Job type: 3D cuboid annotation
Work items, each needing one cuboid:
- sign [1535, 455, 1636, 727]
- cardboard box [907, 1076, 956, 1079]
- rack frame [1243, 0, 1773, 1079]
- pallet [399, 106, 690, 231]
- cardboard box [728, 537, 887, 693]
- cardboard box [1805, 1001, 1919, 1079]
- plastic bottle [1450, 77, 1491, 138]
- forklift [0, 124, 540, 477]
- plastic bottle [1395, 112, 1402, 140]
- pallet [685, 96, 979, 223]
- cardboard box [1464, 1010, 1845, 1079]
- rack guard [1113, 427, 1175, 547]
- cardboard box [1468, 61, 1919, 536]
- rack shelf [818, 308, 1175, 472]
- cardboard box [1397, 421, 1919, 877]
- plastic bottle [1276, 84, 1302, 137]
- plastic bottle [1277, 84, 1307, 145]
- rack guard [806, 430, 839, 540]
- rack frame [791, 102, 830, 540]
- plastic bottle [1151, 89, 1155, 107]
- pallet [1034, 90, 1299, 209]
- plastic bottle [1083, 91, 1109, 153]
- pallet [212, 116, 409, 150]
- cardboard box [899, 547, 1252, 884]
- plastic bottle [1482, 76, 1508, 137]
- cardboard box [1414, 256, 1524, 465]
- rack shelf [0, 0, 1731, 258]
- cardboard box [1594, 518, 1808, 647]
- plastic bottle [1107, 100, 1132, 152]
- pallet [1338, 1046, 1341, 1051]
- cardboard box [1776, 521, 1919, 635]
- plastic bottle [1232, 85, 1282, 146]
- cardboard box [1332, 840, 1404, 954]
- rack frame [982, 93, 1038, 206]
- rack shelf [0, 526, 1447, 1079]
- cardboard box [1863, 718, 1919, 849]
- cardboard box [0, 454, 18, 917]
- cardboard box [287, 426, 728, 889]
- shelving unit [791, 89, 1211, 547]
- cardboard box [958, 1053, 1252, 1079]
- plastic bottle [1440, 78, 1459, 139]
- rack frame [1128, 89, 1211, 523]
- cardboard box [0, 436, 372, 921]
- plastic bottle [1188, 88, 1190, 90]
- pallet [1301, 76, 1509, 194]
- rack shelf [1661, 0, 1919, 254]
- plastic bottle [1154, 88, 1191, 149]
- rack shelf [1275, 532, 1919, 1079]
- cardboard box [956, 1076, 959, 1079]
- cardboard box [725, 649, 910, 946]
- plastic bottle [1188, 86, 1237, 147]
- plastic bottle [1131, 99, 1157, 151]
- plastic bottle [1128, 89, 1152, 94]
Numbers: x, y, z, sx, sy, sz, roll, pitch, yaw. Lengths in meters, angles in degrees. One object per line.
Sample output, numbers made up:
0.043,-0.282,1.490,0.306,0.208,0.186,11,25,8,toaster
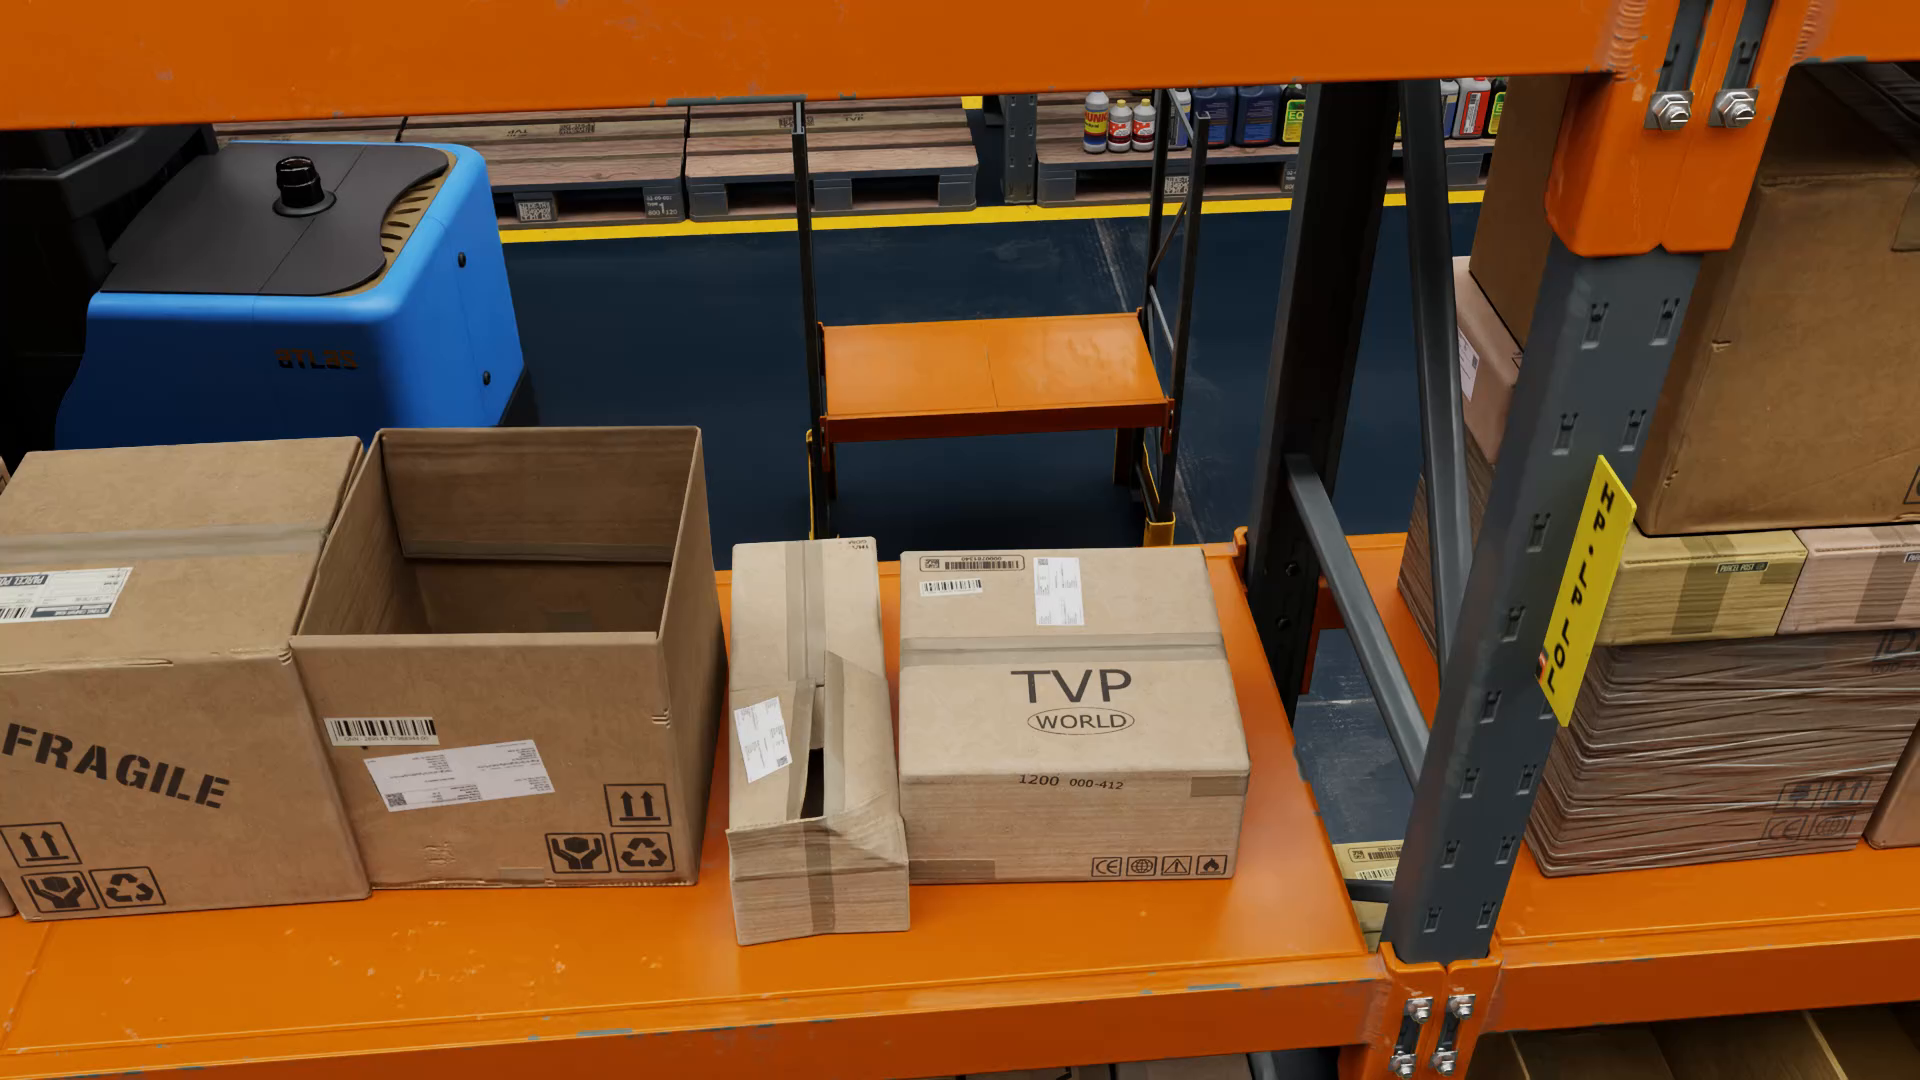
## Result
0.702,0.062,1.879,0.005,0.325,0.100,-3,38,-4,sign
-0.252,1.077,2.892,0.500,0.311,0.500,-2,38,-3,cardboard box
0.644,0.151,2.637,0.127,3.000,1.000,-3,38,-4,rack frame
-1.788,-1.675,7.202,1.213,0.211,1.003,-3,38,-4,pallet
-0.257,0.172,2.813,0.250,0.149,0.380,-3,38,-4,cardboard box
1.631,0.906,2.955,0.500,0.500,0.500,-3,38,-4,cardboard box
2.149,-1.860,7.030,0.135,0.276,0.152,-3,38,-4,plastic bottle
-2.952,-1.252,4.470,3.031,2.935,1.130,1,38,2,forklift
1.847,-1.870,6.982,0.185,0.351,0.144,-2,38,-2,plastic bottle
-0.570,-1.744,7.290,1.213,0.211,1.003,-3,38,-4,pallet
1.134,0.939,2.914,0.500,0.500,0.500,-3,38,-4,cardboard box
0.572,-0.130,5.212,0.087,0.250,0.587,-3,38,-4,rack guard
1.086,-0.426,2.240,0.500,0.500,0.700,-3,38,-4,cardboard box
0.085,-0.452,4.903,1.000,0.185,0.538,-3,38,-4,rack shelf
1.086,0.083,2.642,0.500,0.500,0.700,-4,38,-5,cardboard box
1.381,-1.837,7.004,0.097,0.271,0.097,0,38,0,plastic bottle
1.406,-1.794,6.940,0.133,0.283,0.061,-2,38,-2,plastic bottle
-0.420,-0.075,5.143,0.087,0.250,0.587,-3,38,-4,rack guard
-0.421,-0.566,4.756,0.032,1.500,0.500,-3,38,-4,rack frame
0.875,-1.859,7.022,0.133,0.283,0.061,-3,38,-4,plastic bottle
0.882,-1.822,7.389,1.213,0.211,1.003,-3,38,-4,pallet
0.565,-1.754,6.899,0.097,0.271,0.097,0,38,0,plastic bottle
-3.000,-1.610,7.120,1.213,0.211,1.003,-3,38,-4,pallet
0.158,0.264,2.615,0.500,0.250,0.500,-1,38,-1,cardboard box
2.288,-1.842,7.001,0.133,0.283,0.061,-2,38,-3,plastic bottle
0.896,-0.290,2.592,0.250,0.149,0.380,-3,38,-4,cardboard box
-1.348,-0.635,1.792,4.000,0.370,1.077,-3,38,-4,rack shelf
0.929,-0.038,2.273,0.250,0.149,0.380,-3,38,-4,cardboard box
0.667,-1.732,6.928,0.097,0.201,0.097,0,38,0,plastic bottle
1.440,1.228,3.523,1.213,0.211,1.003,-3,38,-4,pallet
1.179,-0.052,2.290,0.250,0.149,0.380,-3,38,-3,cardboard box
1.238,-1.837,6.940,0.185,0.351,0.144,-5,39,-6,plastic bottle
1.087,0.905,3.562,0.500,0.250,0.500,-3,38,-4,cardboard box
0.209,-2.906,6.511,0.127,3.000,1.000,-3,38,-4,rack frame
-1.348,0.543,2.721,4.000,0.370,1.077,-3,38,-4,rack shelf
1.610,0.050,2.684,0.500,0.500,0.700,-4,38,-4,cardboard box
-1.670,0.229,2.458,0.500,0.500,0.500,-5,39,-6,cardboard box
-0.647,0.173,2.529,0.500,0.500,0.500,-1,38,-1,cardboard box
0.076,-0.593,4.791,1.083,1.500,0.587,-3,38,-4,shelving unit
0.266,1.044,2.933,0.500,0.311,0.500,-3,38,-4,cardboard box
2.011,-1.853,7.020,0.135,0.276,0.152,-4,38,-5,plastic bottle
0.591,-0.621,4.827,0.032,1.500,0.500,-3,38,-4,rack frame
-1.146,0.200,2.494,0.500,0.500,0.500,-3,38,-4,cardboard box
1.037,-1.916,7.039,0.185,0.351,0.144,-3,38,-4,plastic bottle
2.100,-1.891,7.476,1.213,0.211,1.003,-3,38,-4,pallet
2.636,-0.854,2.070,4.000,0.370,1.077,-3,38,-4,rack shelf
0.885,-1.791,6.942,0.135,0.276,0.152,-2,38,-2,plastic bottle
2.636,0.324,2.999,4.000,0.370,1.077,-3,38,-4,rack shelf
0.257,1.267,3.103,0.500,0.250,0.500,-3,38,-4,cardboard box
-0.215,0.365,2.474,0.258,0.266,0.396,-4,38,-5,cardboard box
1.050,-1.827,6.927,0.185,0.351,0.144,-2,38,-3,plastic bottle
0.768,-1.738,6.935,0.097,0.201,0.097,0,38,0,plastic bottle
0.838,-2.163,7.353,0.185,0.351,0.144,-3,38,-4,plastic bottle
